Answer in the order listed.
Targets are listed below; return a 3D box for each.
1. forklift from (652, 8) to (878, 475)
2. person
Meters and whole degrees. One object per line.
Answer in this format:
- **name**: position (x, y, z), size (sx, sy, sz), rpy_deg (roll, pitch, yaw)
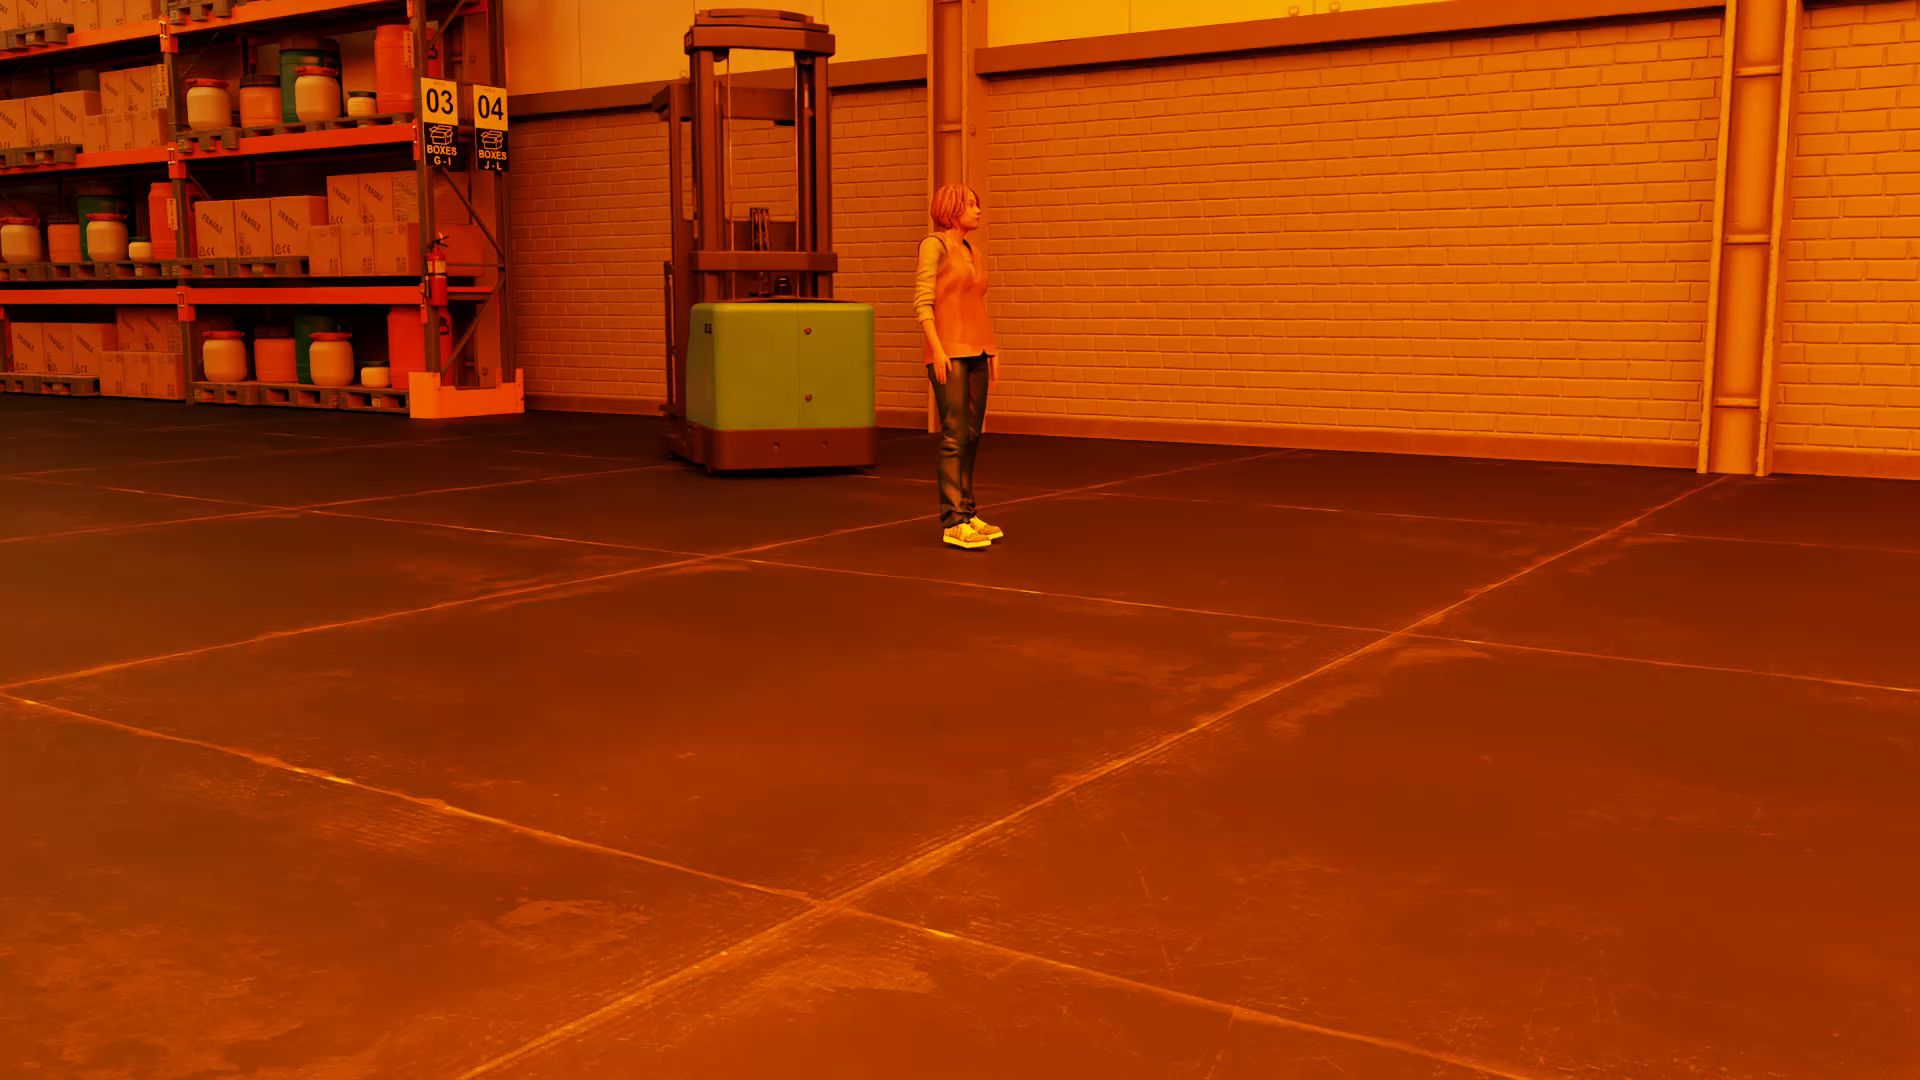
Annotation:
- **forklift**: position (-1.480, -2.026, 11.444), size (1.130, 2.935, 3.031), rpy_deg (-3, 9, -19)
- **person**: position (0.053, -0.790, 7.438), size (0.475, 1.596, 0.520), rpy_deg (5, 10, 34)
